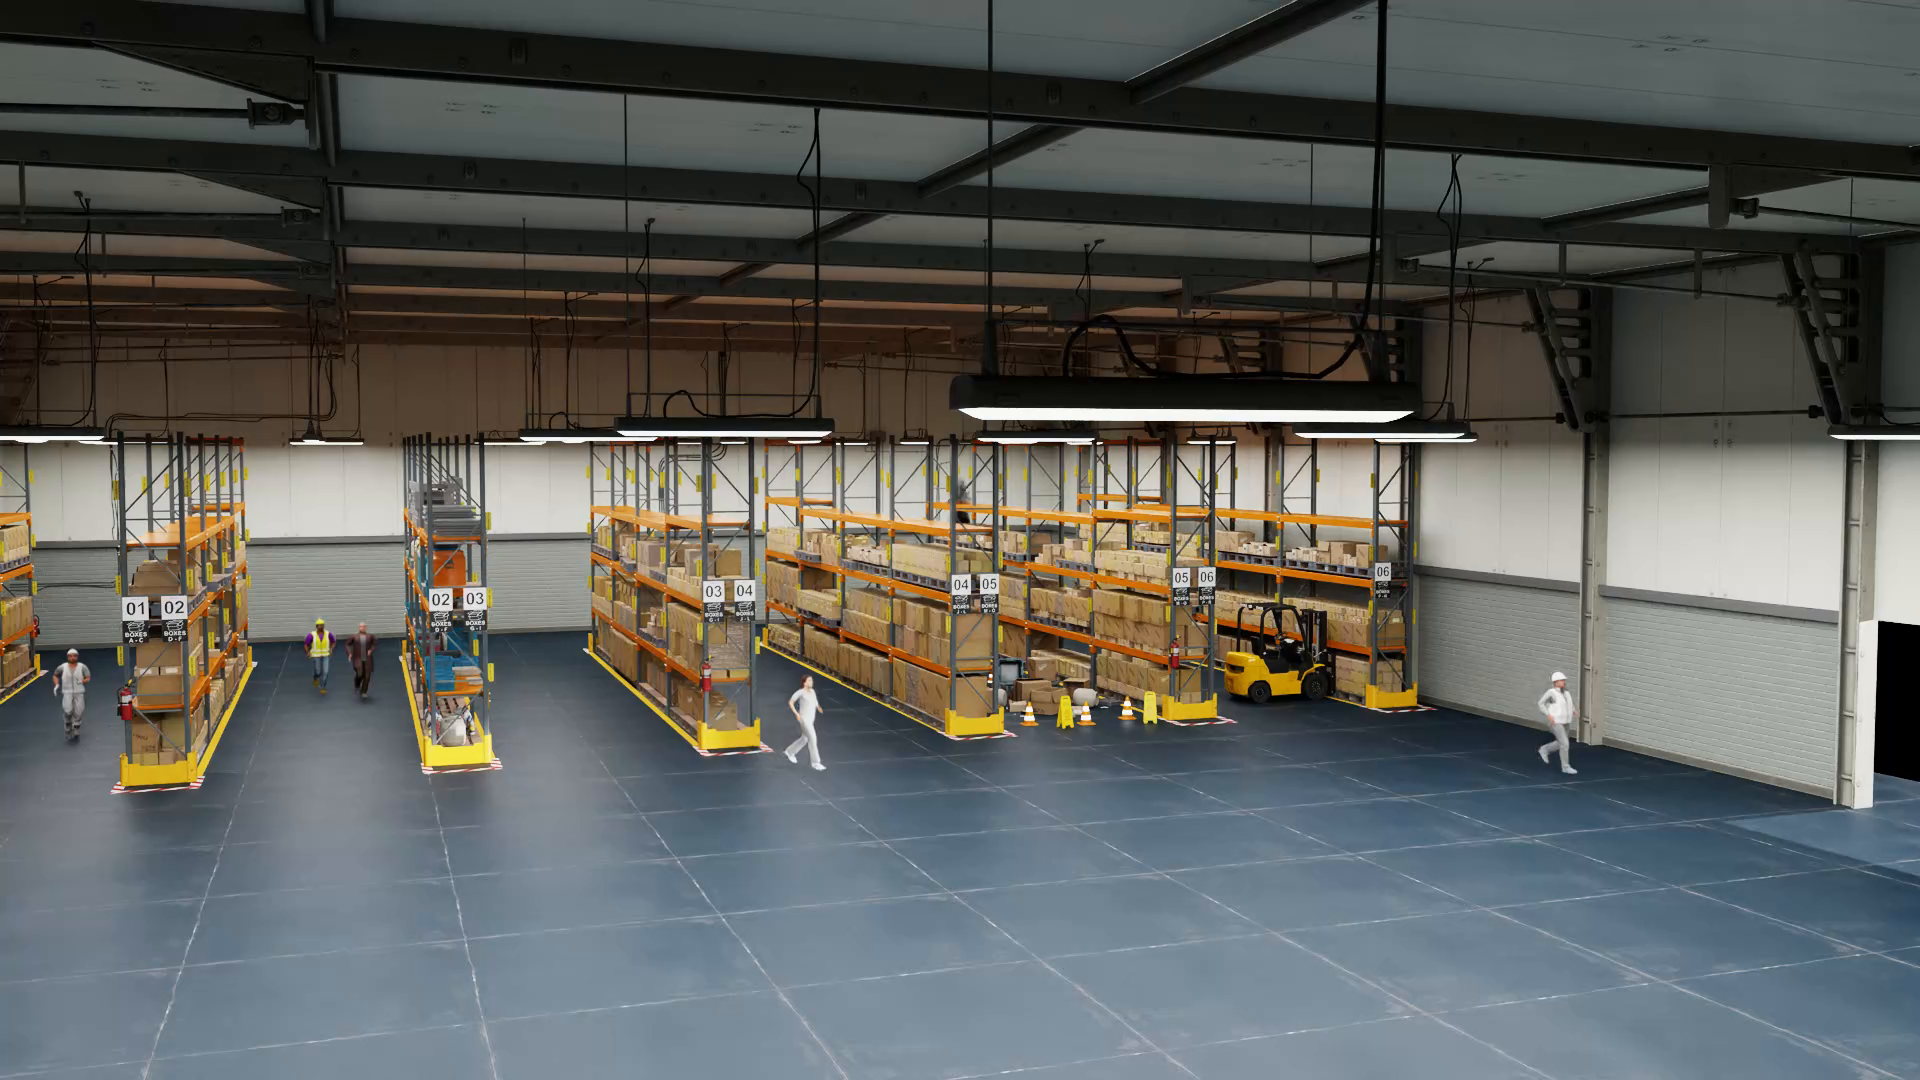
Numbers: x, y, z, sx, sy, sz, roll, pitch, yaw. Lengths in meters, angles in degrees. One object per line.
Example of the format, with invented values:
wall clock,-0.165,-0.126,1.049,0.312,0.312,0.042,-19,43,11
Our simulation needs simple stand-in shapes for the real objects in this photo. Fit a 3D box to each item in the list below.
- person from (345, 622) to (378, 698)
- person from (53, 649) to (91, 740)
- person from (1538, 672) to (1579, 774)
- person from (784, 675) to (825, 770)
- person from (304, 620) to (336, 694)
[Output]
person,-13.622,2.748,37.937,0.699,1.736,0.619,-2,4,-29
person,-17.357,3.024,32.532,0.641,1.775,0.690,-2,4,-33
person,10.559,3.206,29.371,0.684,1.750,0.908,-2,4,-31
person,-2.778,3.237,29.769,0.905,1.682,0.573,2,4,27
person,-14.945,2.716,38.878,0.702,1.726,0.592,-2,4,-30
